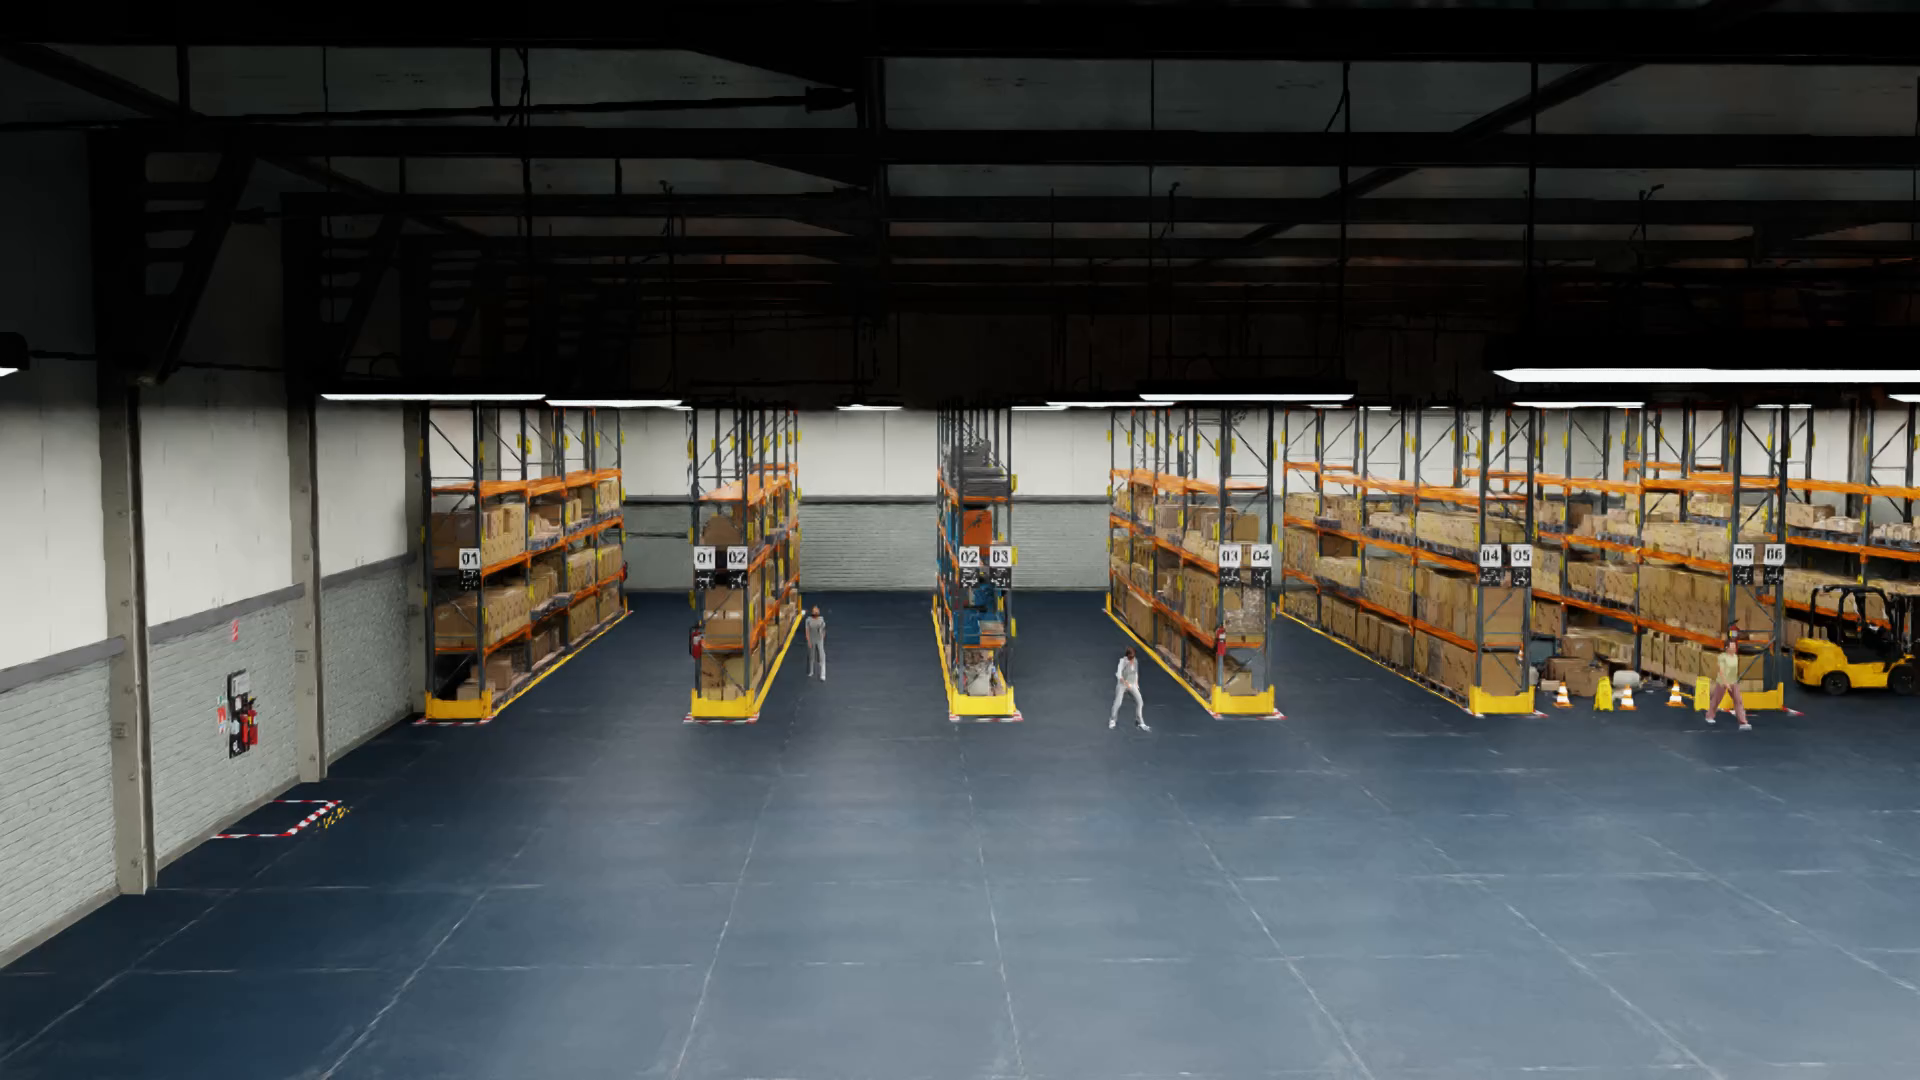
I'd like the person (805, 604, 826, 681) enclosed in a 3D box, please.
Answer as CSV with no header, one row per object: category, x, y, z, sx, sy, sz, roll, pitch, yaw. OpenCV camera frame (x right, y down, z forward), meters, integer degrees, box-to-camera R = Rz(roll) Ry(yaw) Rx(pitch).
person,-3.093,2.169,35.444,0.444,1.604,1.016,-1,4,-10

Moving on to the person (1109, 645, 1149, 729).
person,3.016,2.632,29.970,0.562,1.528,0.777,-2,5,-21

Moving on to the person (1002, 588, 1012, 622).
person,1.063,1.455,44.356,0.651,1.674,0.741,-2,5,-25

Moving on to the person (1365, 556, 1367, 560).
person,11.291,1.276,46.439,0.460,1.724,0.580,-3,5,-30

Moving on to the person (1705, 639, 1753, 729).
person,13.900,2.581,30.107,0.446,1.604,1.016,-1,4,-10
